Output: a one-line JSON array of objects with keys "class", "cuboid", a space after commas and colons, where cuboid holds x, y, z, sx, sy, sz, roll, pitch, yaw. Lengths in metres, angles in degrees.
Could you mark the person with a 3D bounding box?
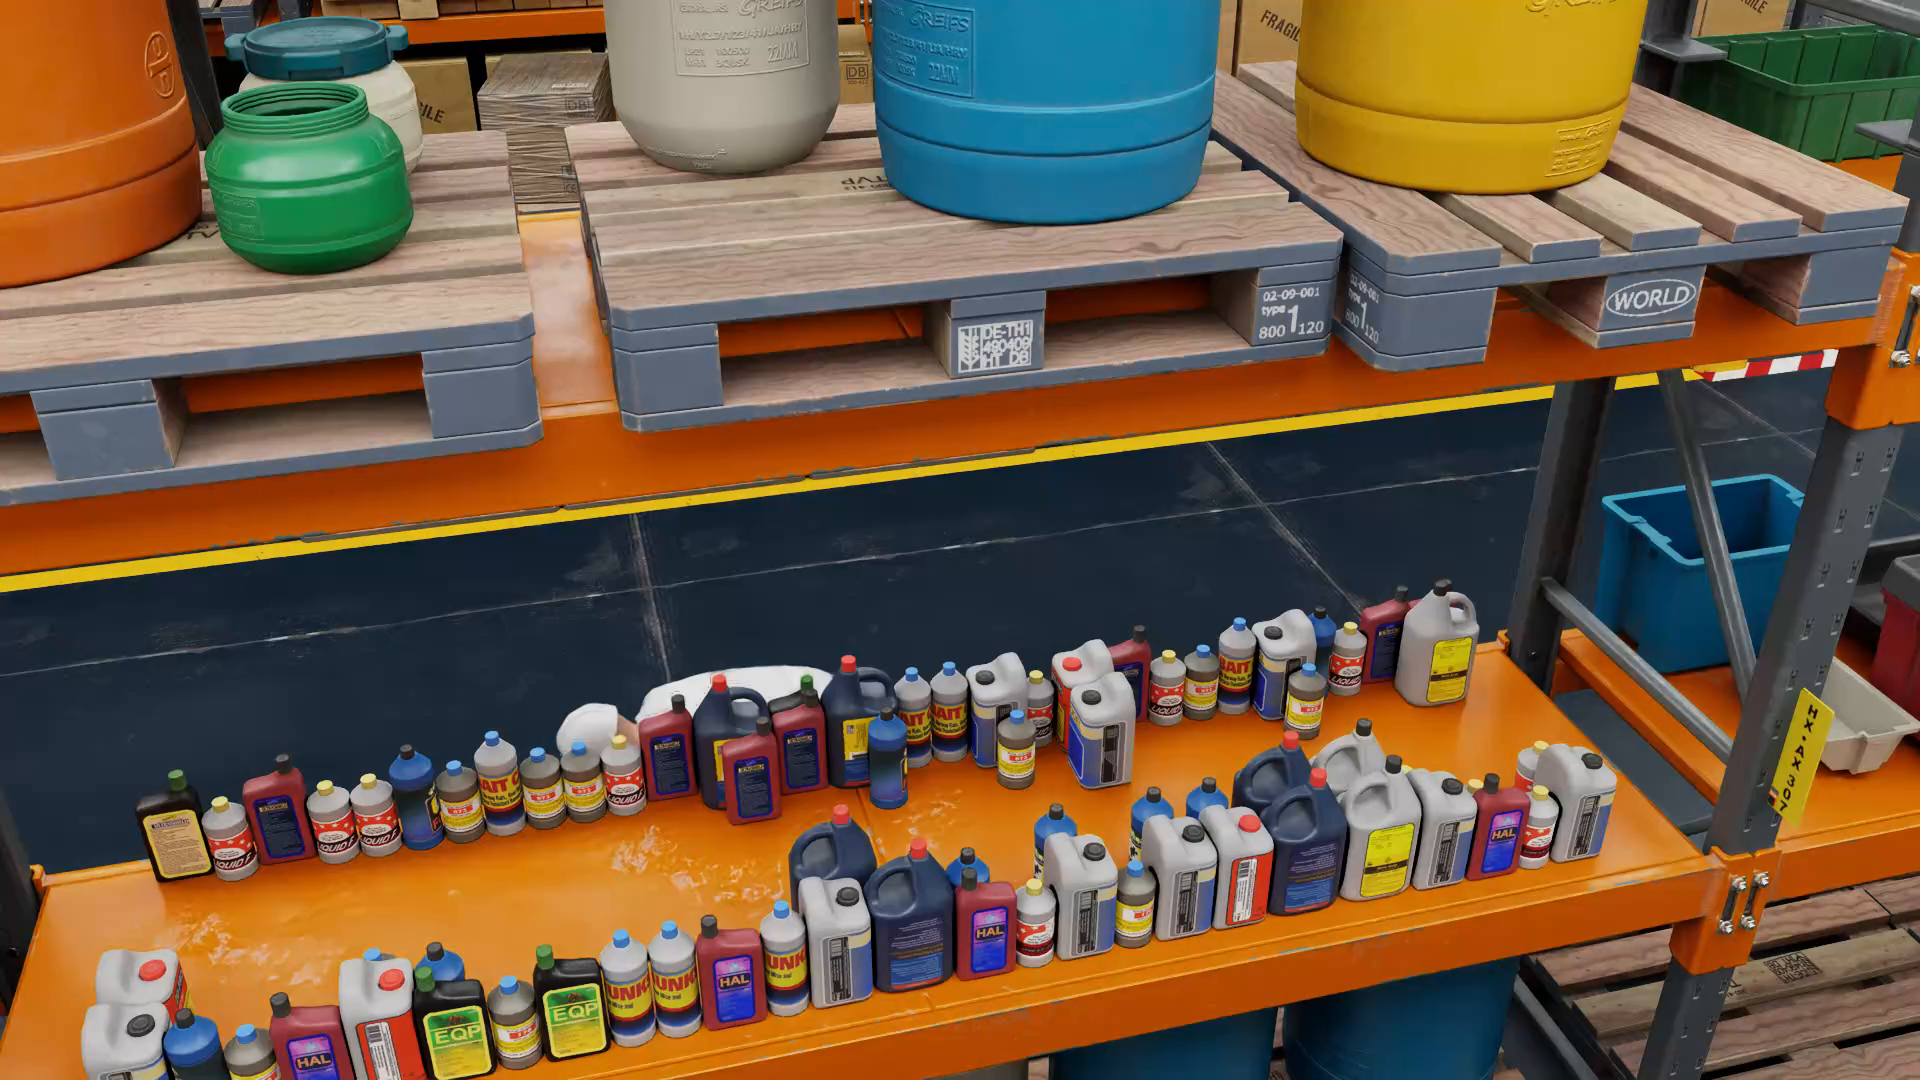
[{"class": "person", "cuboid": [-0.763, 0.884, 5.351, 0.958, 1.011, 0.535, -9, 31, -16]}]
